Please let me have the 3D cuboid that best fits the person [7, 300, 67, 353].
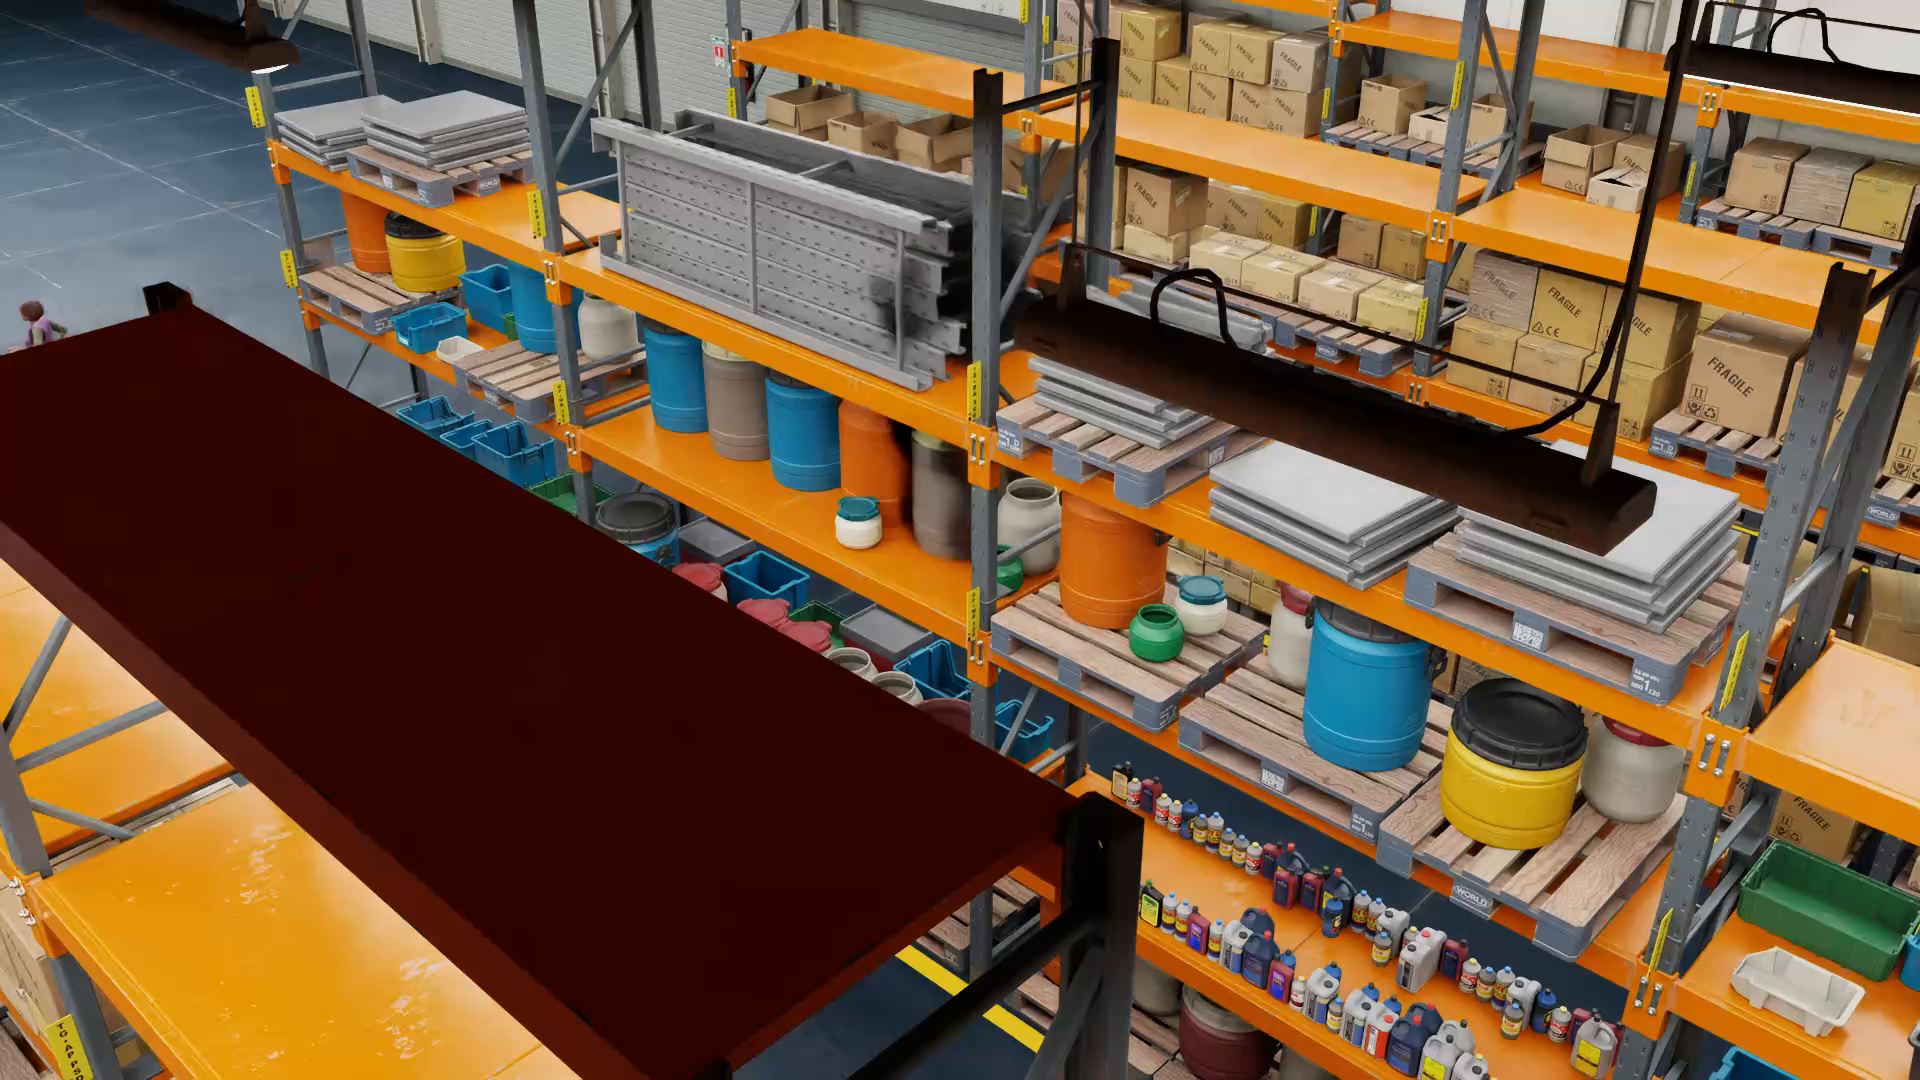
[{"bbox_3d":[-9.698,-1.832,17.818,0.885,1.587,0.534,-12,32,-21],"label":"person"}]
